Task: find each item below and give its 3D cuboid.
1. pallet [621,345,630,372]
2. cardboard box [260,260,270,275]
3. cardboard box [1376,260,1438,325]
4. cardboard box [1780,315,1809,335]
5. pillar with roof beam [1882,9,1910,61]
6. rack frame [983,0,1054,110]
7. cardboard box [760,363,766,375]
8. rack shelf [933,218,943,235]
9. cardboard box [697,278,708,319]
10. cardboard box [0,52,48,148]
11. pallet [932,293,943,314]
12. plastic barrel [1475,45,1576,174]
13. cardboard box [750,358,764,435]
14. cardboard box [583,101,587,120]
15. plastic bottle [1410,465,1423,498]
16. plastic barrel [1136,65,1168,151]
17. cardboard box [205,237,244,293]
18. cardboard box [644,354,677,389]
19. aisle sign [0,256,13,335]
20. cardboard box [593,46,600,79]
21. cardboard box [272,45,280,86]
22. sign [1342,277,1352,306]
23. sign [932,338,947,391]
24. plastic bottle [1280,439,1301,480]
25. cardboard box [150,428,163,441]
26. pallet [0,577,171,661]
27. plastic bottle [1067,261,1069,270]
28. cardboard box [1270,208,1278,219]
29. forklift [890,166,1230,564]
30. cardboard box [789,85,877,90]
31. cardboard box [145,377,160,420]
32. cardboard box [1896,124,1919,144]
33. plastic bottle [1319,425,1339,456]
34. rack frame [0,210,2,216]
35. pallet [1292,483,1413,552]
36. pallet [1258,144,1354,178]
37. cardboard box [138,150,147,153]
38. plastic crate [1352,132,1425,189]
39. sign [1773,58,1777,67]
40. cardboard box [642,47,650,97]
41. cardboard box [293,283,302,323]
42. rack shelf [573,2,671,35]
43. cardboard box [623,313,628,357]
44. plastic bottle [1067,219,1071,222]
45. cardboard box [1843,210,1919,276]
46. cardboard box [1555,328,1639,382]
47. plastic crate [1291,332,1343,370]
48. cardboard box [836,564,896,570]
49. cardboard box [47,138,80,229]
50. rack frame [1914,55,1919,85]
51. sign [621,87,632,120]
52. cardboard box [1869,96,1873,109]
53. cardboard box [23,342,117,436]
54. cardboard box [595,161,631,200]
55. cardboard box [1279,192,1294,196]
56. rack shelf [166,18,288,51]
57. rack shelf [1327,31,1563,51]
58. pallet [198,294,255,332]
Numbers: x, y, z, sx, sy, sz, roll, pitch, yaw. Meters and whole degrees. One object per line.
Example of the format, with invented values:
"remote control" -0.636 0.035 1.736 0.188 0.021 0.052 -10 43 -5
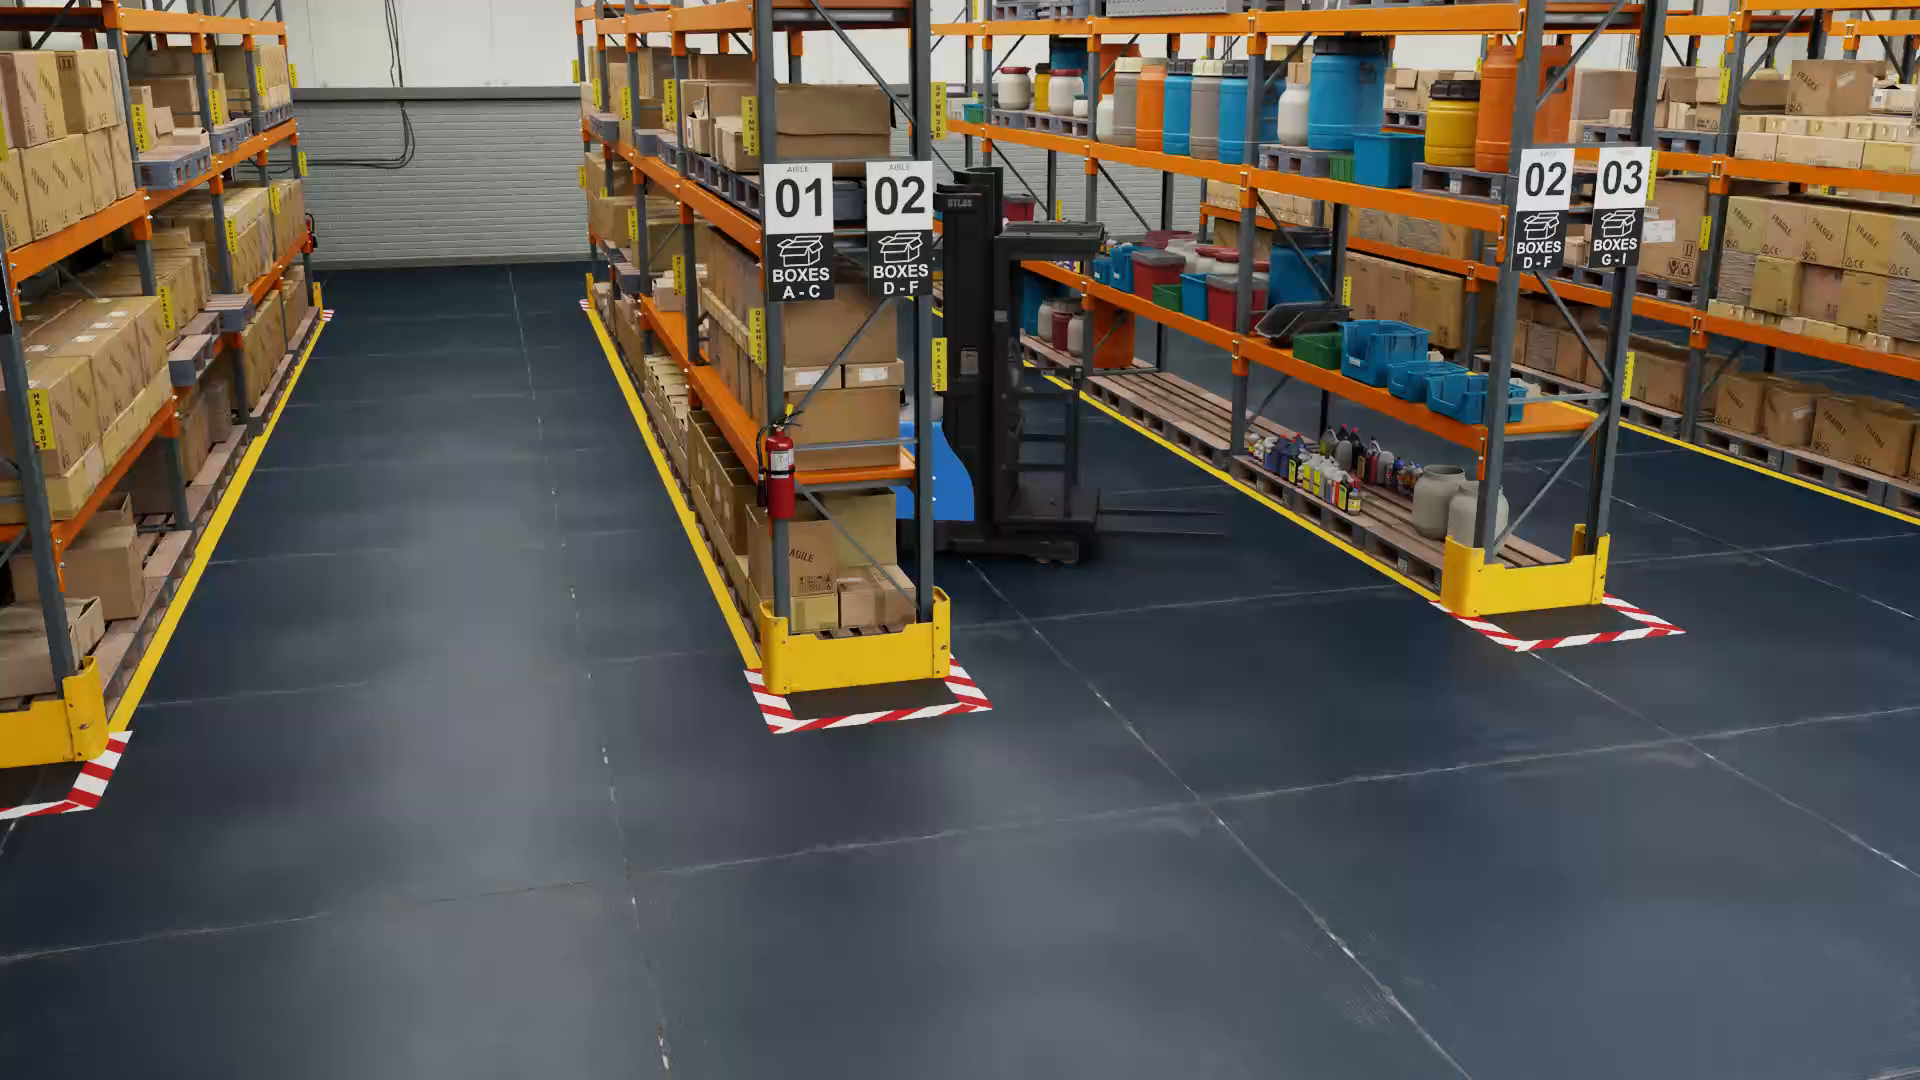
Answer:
"pallet" -3.702 -2.339 20.873 1.003 0.211 1.213 -5 17 -15
"cardboard box" -8.110 -3.111 18.996 0.380 0.149 0.250 -5 17 -15
"cardboard box" 6.256 -3.196 21.841 1.225 0.875 0.875 -5 17 -15
"cardboard box" 7.791 -1.985 15.282 0.380 0.149 0.250 -5 17 -15
"pillar with roof beam" 14.751 -10.312 32.140 9.100 9.000 0.400 -5 17 -15
"rack frame" 0.801 -7.161 21.648 1.000 3.000 0.127 -5 17 -15
"cardboard box" -1.096 -1.170 10.831 0.380 0.149 0.250 -5 17 -16
"rack shelf" 0.252 -4.496 24.456 1.077 0.370 4.000 -5 17 -15
"cardboard box" -2.104 -2.091 15.026 0.500 0.500 0.500 -3 17 -11
"cardboard box" -5.388 -2.426 9.155 0.500 0.500 0.500 -5 17 -16
"pallet" 0.223 -3.490 24.705 1.003 0.211 1.213 -5 17 -15
"plastic barrel" 3.843 -2.936 11.321 0.600 0.830 0.708 -5 17 -15
"cardboard box" -1.060 -1.038 11.521 0.700 0.500 0.500 -5 17 -15
"cardboard box" -5.040 -6.067 23.481 0.500 0.250 0.500 -5 17 -15
"plastic bottle" 3.806 -0.493 13.857 0.097 0.271 0.097 0 17 0
"plastic barrel" 2.097 -4.398 16.919 0.600 0.830 0.708 -5 17 -15
"cardboard box" -7.512 -2.752 16.675 0.500 0.500 0.500 -4 17 -14
"cardboard box" -3.002 -1.775 17.222 0.500 0.311 0.500 -4 17 -13
"aisle sign" -5.118 -1.434 8.492 0.394 0.787 0.004 -5 17 -15
"cardboard box" -4.561 -6.405 22.436 0.700 0.500 0.500 -5 17 -15
"cardboard box" -9.082 -6.120 21.450 0.500 0.500 0.500 -5 18 -18
"sign" 3.532 -2.248 15.239 0.100 0.325 0.005 -5 17 -15
"sign" -0.129 -1.072 10.165 0.100 0.325 0.005 -5 17 -15
"plastic bottle" 2.875 -0.708 14.436 0.144 0.351 0.185 -5 18 -18
"cardboard box" -6.868 -0.988 13.803 0.500 0.250 0.500 -5 17 -16
"pallet" -5.968 0.565 11.203 1.003 0.211 1.213 -5 17 -15
"plastic bottle" 1.302 -3.261 19.440 0.097 0.201 0.097 0 17 0
"cardboard box" 4.882 -4.902 24.993 0.380 0.149 0.250 -4 17 -14
"forklift" 0.620 -1.382 12.959 3.031 2.935 1.130 2 17 7
"cardboard box" -0.858 -2.811 11.236 0.500 0.500 0.500 -5 17 -15
"cardboard box" -5.975 -0.984 11.738 0.500 0.250 0.500 -5 17 -15
"cardboard box" 8.104 -3.408 13.936 0.380 0.149 0.250 -6 18 -18
"plastic bottle" 3.315 -0.850 14.907 0.144 0.351 0.185 -5 17 -15
"rack frame" -5.426 -3.058 7.990 1.000 3.000 0.127 -5 17 -15
"pallet" 3.483 -0.212 13.791 1.003 0.211 1.213 -5 17 -15
"pallet" 3.292 -3.229 14.101 1.213 0.211 1.003 -5 17 -15
"cardboard box" -6.768 -3.214 13.149 0.500 0.311 0.500 -4 17 -14
"plastic crate" 3.286 -2.901 12.709 0.392 0.384 0.575 -5 17 -15
"sign" 14.518 -8.431 29.689 0.100 0.325 0.005 -5 17 -15
"cardboard box" -3.117 -5.016 17.811 0.500 0.500 0.500 -5 17 -15
"cardboard box" -9.259 -3.151 22.344 0.700 0.500 0.500 -5 18 -17
"rack shelf" -4.512 -6.977 22.294 1.077 0.370 4.000 -5 17 -15
"cardboard box" -3.776 -2.472 20.047 0.500 0.500 0.500 -4 17 -15
"plastic bottle" 1.419 -3.984 21.588 0.144 0.351 0.185 -5 17 -15
"cardboard box" 8.065 -2.577 14.388 0.500 0.500 0.500 -5 17 -15
"cardboard box" 7.193 -2.094 18.788 0.700 0.500 0.500 -3 17 -11
"plastic crate" 3.102 -1.575 13.851 0.450 0.188 0.662 -5 17 -15
"cardboard box" -0.739 0.234 11.508 0.500 0.250 0.500 -5 17 -15
"cardboard box" -5.538 -2.086 9.759 0.500 0.500 0.500 -4 17 -13
"rack frame" 15.092 -8.336 25.560 1.000 3.000 0.127 -5 17 -15
"sign" -3.385 -4.432 16.881 0.100 0.325 0.005 -5 17 -15
"cardboard box" 11.398 -5.397 20.524 0.380 0.149 0.250 -5 18 -17
"cardboard box" -5.531 -0.919 10.218 0.500 0.500 0.500 -5 18 -17
"cardboard box" -4.632 -4.824 22.385 0.500 0.500 0.500 -5 17 -15
"cardboard box" 5.046 -5.354 24.501 0.500 0.500 0.500 -5 17 -15
"rack shelf" -9.274 -6.394 21.043 1.077 0.370 4.000 -5 17 -15
"rack shelf" 6.113 -6.463 21.271 1.077 0.370 4.000 -5 17 -15
"pallet" -7.327 -2.117 15.620 1.213 0.211 1.003 -5 17 -15
